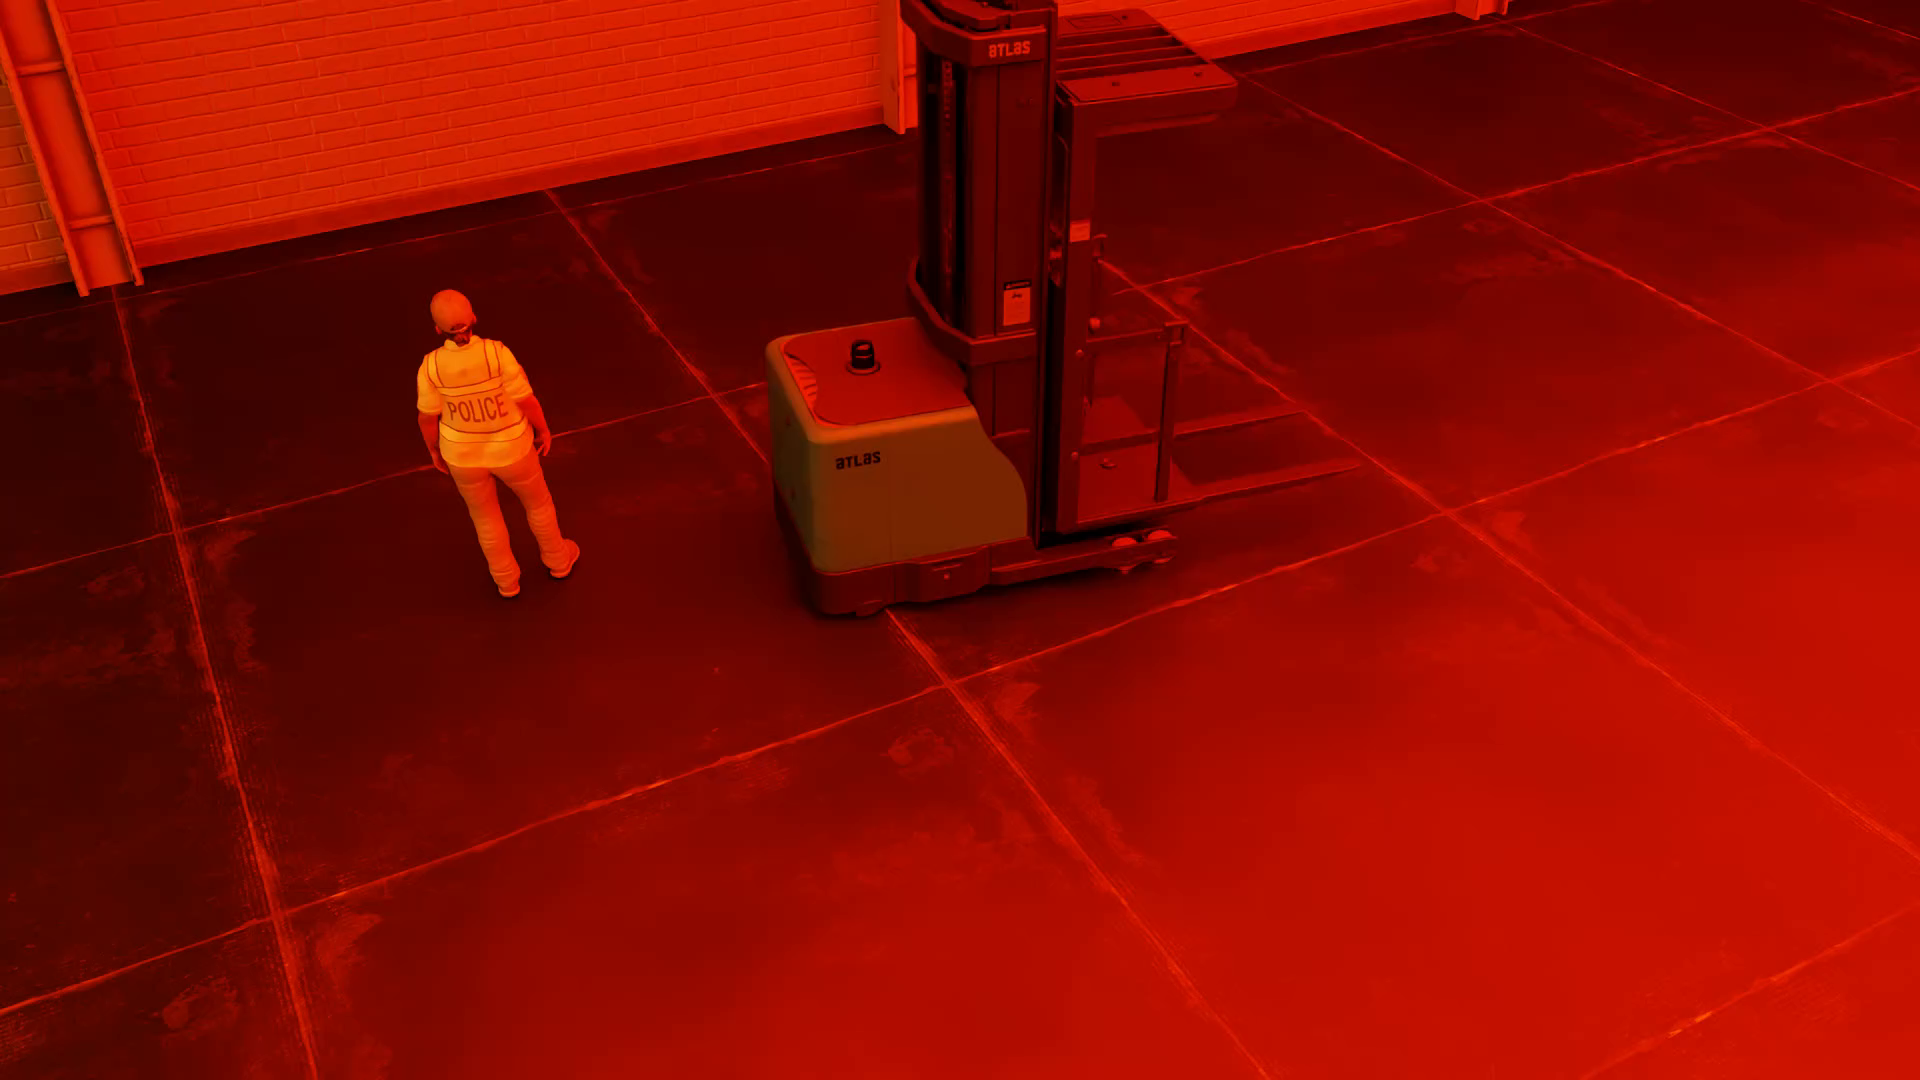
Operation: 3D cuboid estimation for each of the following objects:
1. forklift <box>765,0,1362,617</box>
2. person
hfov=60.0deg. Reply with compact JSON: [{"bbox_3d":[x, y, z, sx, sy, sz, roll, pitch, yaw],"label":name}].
[{"bbox_3d":[0.597,-1.323,7.994,3.031,2.935,1.130,-11,37,-15],"label":"forklift"},{"bbox_3d":[-2.211,-0.474,7.878,0.596,1.670,0.530,-7,36,-9],"label":"person"}]
